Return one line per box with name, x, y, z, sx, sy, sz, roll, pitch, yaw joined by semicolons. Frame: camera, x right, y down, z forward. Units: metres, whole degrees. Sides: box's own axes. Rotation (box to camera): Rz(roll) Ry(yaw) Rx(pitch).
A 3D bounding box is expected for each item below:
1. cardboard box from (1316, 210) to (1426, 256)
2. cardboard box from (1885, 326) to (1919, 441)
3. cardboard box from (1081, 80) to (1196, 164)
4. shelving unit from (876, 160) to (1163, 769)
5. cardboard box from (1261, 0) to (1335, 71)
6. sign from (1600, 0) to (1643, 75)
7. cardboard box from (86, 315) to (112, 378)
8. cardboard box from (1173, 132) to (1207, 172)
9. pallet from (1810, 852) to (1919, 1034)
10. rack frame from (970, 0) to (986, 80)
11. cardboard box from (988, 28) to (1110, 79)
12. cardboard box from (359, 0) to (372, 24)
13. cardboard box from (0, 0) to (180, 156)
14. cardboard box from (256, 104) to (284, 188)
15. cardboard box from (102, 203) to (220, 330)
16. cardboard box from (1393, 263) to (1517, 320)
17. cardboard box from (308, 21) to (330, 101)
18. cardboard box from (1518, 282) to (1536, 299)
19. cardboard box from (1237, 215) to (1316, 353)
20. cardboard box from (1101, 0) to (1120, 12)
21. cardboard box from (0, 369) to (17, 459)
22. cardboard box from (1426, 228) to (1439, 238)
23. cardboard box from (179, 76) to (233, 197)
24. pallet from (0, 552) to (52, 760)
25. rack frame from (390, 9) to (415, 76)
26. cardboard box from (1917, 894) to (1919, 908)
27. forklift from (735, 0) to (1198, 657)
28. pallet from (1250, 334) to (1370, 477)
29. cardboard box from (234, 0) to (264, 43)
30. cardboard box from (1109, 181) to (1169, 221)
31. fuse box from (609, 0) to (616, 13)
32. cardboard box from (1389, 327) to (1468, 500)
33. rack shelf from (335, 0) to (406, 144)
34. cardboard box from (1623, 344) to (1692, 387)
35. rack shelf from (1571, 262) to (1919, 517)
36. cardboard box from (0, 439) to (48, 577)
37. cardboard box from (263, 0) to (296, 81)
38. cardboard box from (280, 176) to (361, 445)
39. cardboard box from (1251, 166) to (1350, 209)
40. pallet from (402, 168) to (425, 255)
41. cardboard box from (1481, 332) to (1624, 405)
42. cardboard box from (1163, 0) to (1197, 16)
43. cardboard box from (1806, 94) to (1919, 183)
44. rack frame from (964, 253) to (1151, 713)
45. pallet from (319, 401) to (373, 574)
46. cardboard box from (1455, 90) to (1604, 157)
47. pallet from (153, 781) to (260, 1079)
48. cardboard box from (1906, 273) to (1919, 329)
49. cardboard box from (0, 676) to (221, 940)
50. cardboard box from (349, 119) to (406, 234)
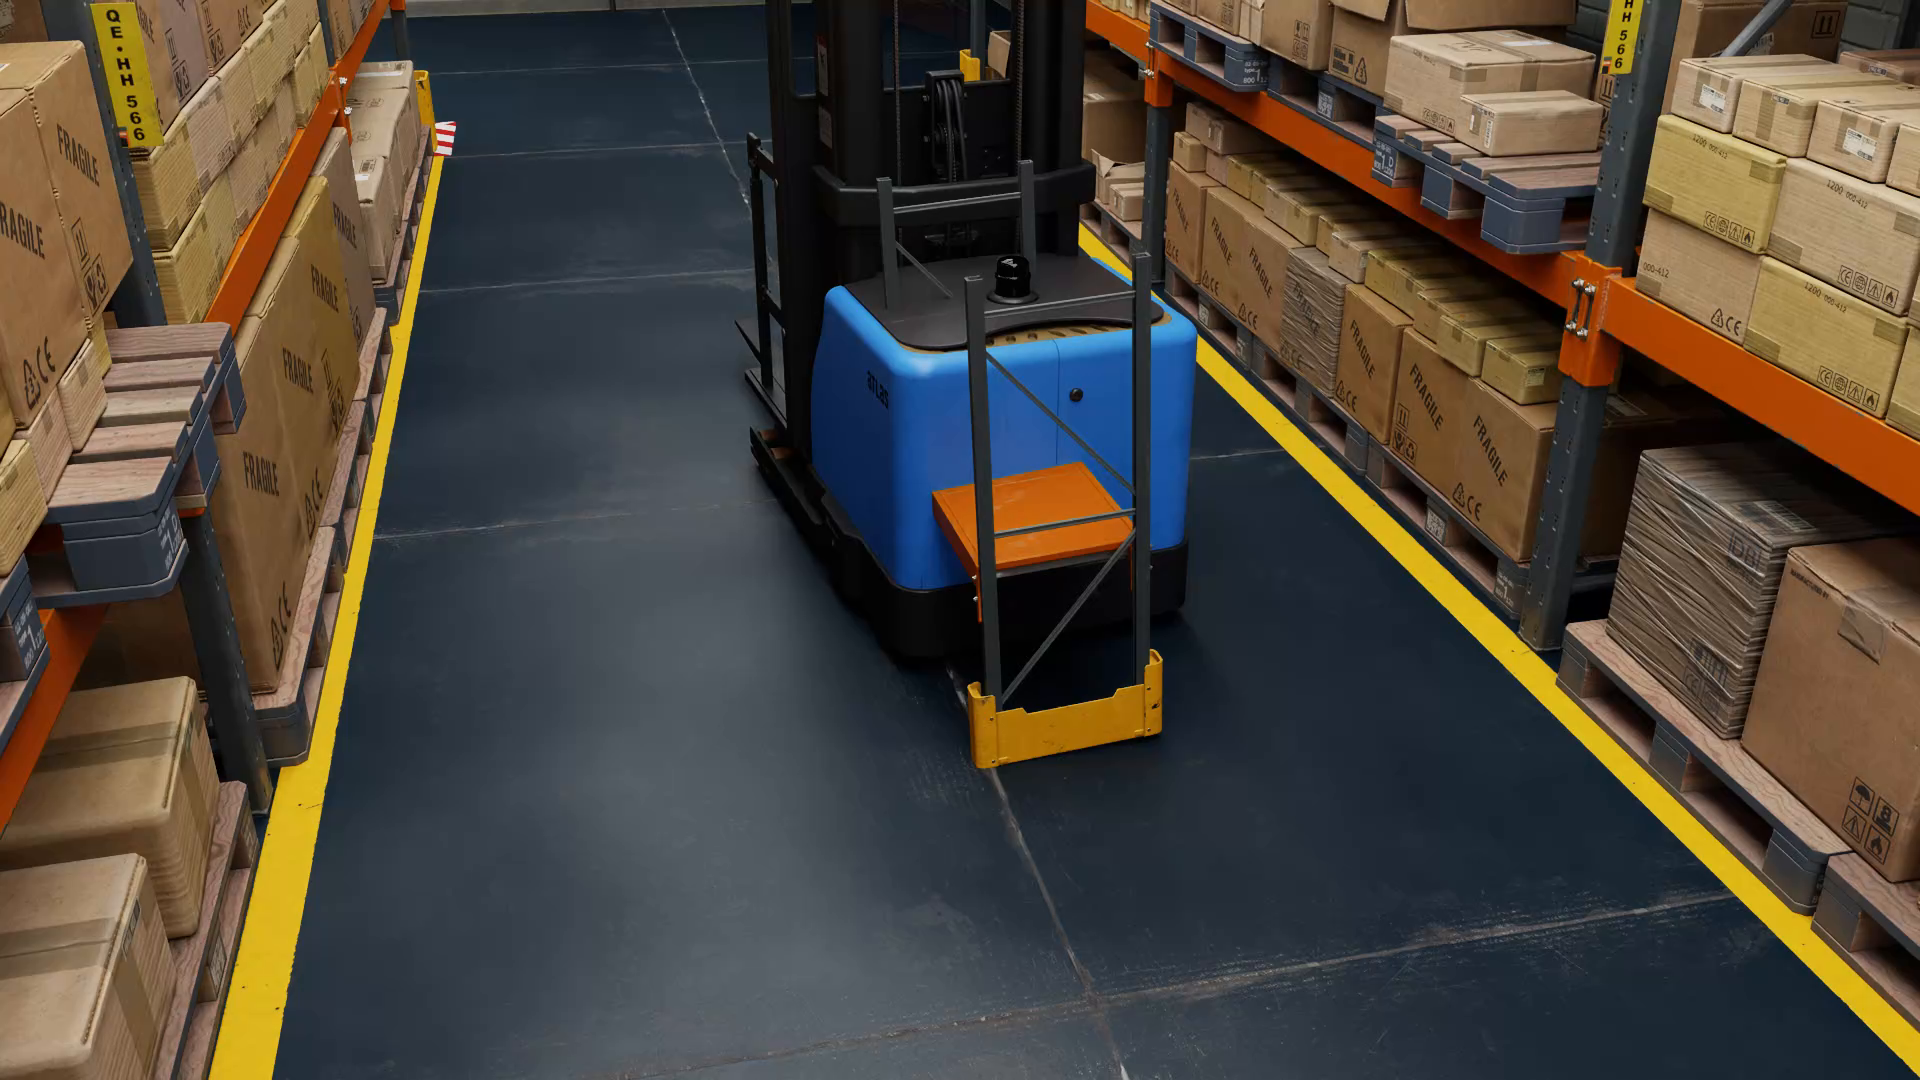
cardboard box;1.744;-1.289;7.063;0.380;0.149;0.250;-6;27;-11
cardboard box;2.472;-0.305;3.692;0.500;0.250;0.500;-7;28;-13
cardboard box;1.010;-2.509;10.200;0.700;0.500;0.500;-7;28;-14
shelving unit;0.154;-0.268;5.086;0.587;1.500;1.083;-10;28;-12
cardboard box;1.662;-2.220;6.742;0.700;0.500;0.500;-6;27;-12
sign;1.852;-1.461;4.618;0.100;0.325;0.005;-6;27;-12
cardboard box;-2.022;-0.378;3.482;0.380;0.149;0.250;-6;27;-11
cardboard box;1.299;-1.971;8.415;0.380;0.149;0.250;-5;27;-9
pallet;2.798;1.106;3.824;1.003;0.211;1.213;-6;27;-12
rack frame;0.576;-4.551;11.937;1.000;3.000;0.127;-6;27;-12
cardboard box;0.621;-3.345;11.854;0.797;0.503;0.637;-7;28;-14
cardboard box;-3.424;-3.006;8.766;0.500;0.500;0.500;-6;27;-11
cardboard box;-2.329;-1.265;4.207;0.500;0.500;0.500;-7;28;-13
cardboard box;-2.682;-1.377;5.816;0.500;0.250;0.500;-6;27;-12
cardboard box;-2.321;-0.706;4.487;0.500;0.250;0.500;-6;27;-12
cardboard box;1.897;-0.948;6.388;0.380;0.149;0.250;-5;27;-10
cardboard box;-3.011;-2.051;7.150;0.500;0.250;0.500;-7;28;-13
cardboard box;2.426;-1.009;6.509;0.380;0.149;0.250;-7;28;-14
cardboard box;1.605;-1.179;7.564;0.500;0.500;0.500;-7;28;-13
cardboard box;0.998;-3.020;9.184;0.380;0.149;0.250;-5;27;-10
cardboard box;-1.841;-0.279;2.567;0.500;0.500;0.500;-8;28;-15
cardboard box;2.202;-1.345;7.175;0.380;0.149;0.250;-7;28;-14
cardboard box;-2.445;-1.164;4.838;0.500;0.250;0.500;-5;27;-10
pallet;-1.970;0.418;2.306;1.003;0.211;1.213;-6;27;-12
rack frame;-4.259;-4.045;10.935;1.000;3.000;0.127;-6;27;-12
cardboard box;2.813;0.691;3.722;0.875;0.625;0.625;-7;28;-14
forklift;-0.217;-1.574;6.116;1.130;2.935;3.031;-9;28;-18
pallet;1.976;-0.660;7.323;1.003;0.211;1.213;-6;27;-12
cardboard box;-2.662;-1.933;5.529;0.500;0.500;0.500;-6;27;-11
cardboard box;1.066;-1.924;9.431;0.380;0.149;0.250;-7;28;-13
fuse box;-3.473;-6.092;16.421;0.539;1.711;0.414;-6;27;-12
cardboard box;1.972;-0.495;6.209;0.500;0.500;0.500;-6;27;-12
rack shelf;-3.808;-2.846;9.357;1.077;0.370;4.000;-6;27;-12
cardboard box;2.565;-0.660;5.817;0.380;0.149;0.250;-5;27;-9
rack shelf;2.830;0.161;3.401;1.077;0.370;4.000;-6;27;-12
cardboard box;-1.797;-0.041;2.815;0.380;0.149;0.250;-5;27;-11
cardboard box;-2.779;-1.831;6.160;0.500;0.250;0.500;-5;27;-10
cardboard box;-2.929;-0.868;6.533;0.875;0.875;0.875;-5;27;-10
cardboard box;1.581;-1.627;7.733;0.380;0.149;0.250;-6;27;-12
pallet;-3.731;-1.922;9.824;1.003;0.211;1.213;-6;27;-12
cardboard box;2.021;-0.591;5.680;0.380;0.149;0.250;-7;28;-14
cardboard box;1.368;-2.792;7.875;0.700;0.500;0.500;-5;27;-10
cardboard box;2.308;-0.976;4.023;0.380;0.149;0.250;-5;27;-10
rack frame;0.291;-0.043;4.641;0.500;1.500;0.032;-10;28;-12
pallet;-2.832;-0.176;6.365;1.003;0.211;1.213;-6;27;-12
cardboard box;1.857;-1.363;5.435;0.380;0.149;0.250;-5;27;-11
pallet;-2.282;1.055;3.925;1.003;0.211;1.213;-6;27;-12
cardboard box;2.453;-0.524;3.570;0.500;0.250;0.500;-7;28;-13
cardboard box;-2.339;0.702;3.981;0.950;0.372;0.625;-8;28;-15
cardboard box;-3.597;-2.012;9.285;0.875;0.438;0.875;-7;28;-13
